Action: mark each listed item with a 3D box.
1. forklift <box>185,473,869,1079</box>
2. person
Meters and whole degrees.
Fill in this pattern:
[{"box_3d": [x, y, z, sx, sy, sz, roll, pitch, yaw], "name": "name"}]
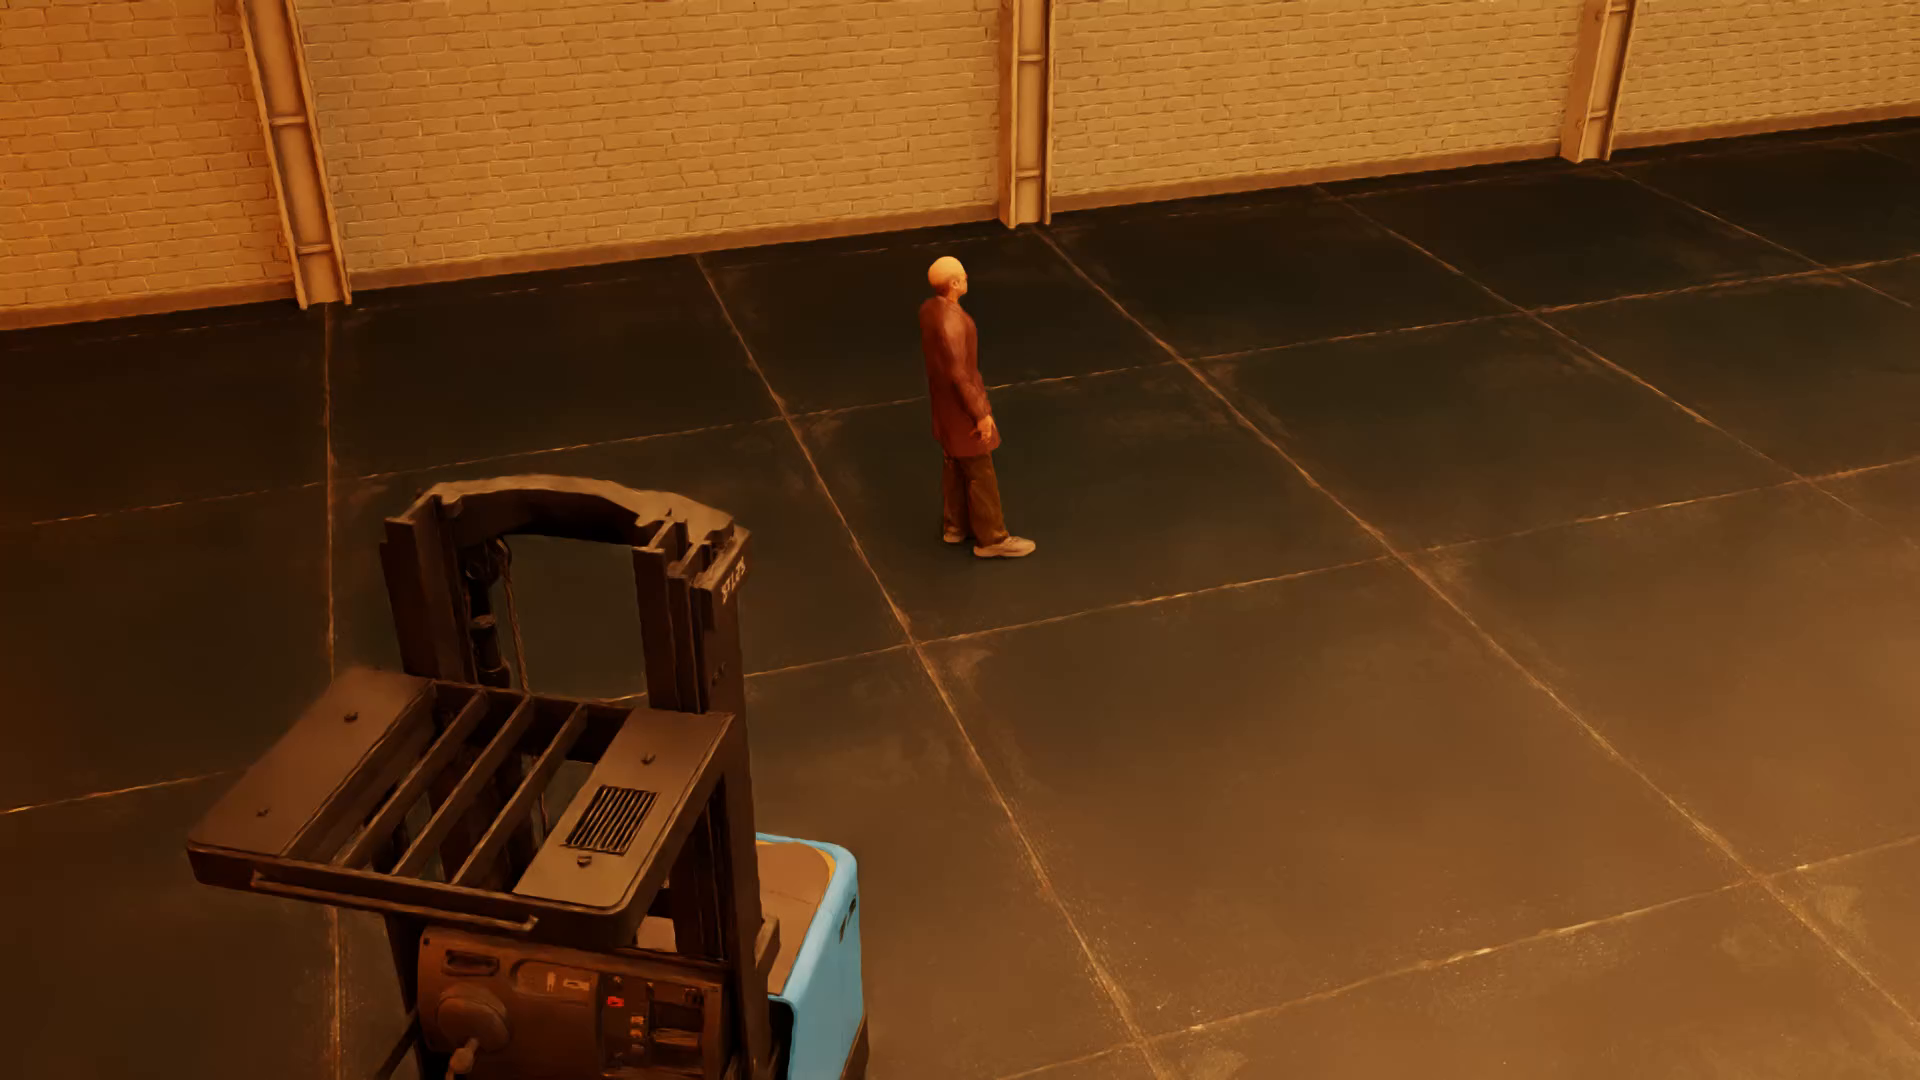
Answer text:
[{"box_3d": [-1.171, 1.424, 4.611, 1.130, 2.935, 3.031, 6, 31, 11], "name": "forklift"}, {"box_3d": [0.088, -0.789, 9.601, 0.580, 1.776, 0.694, -10, 31, -16], "name": "person"}]
